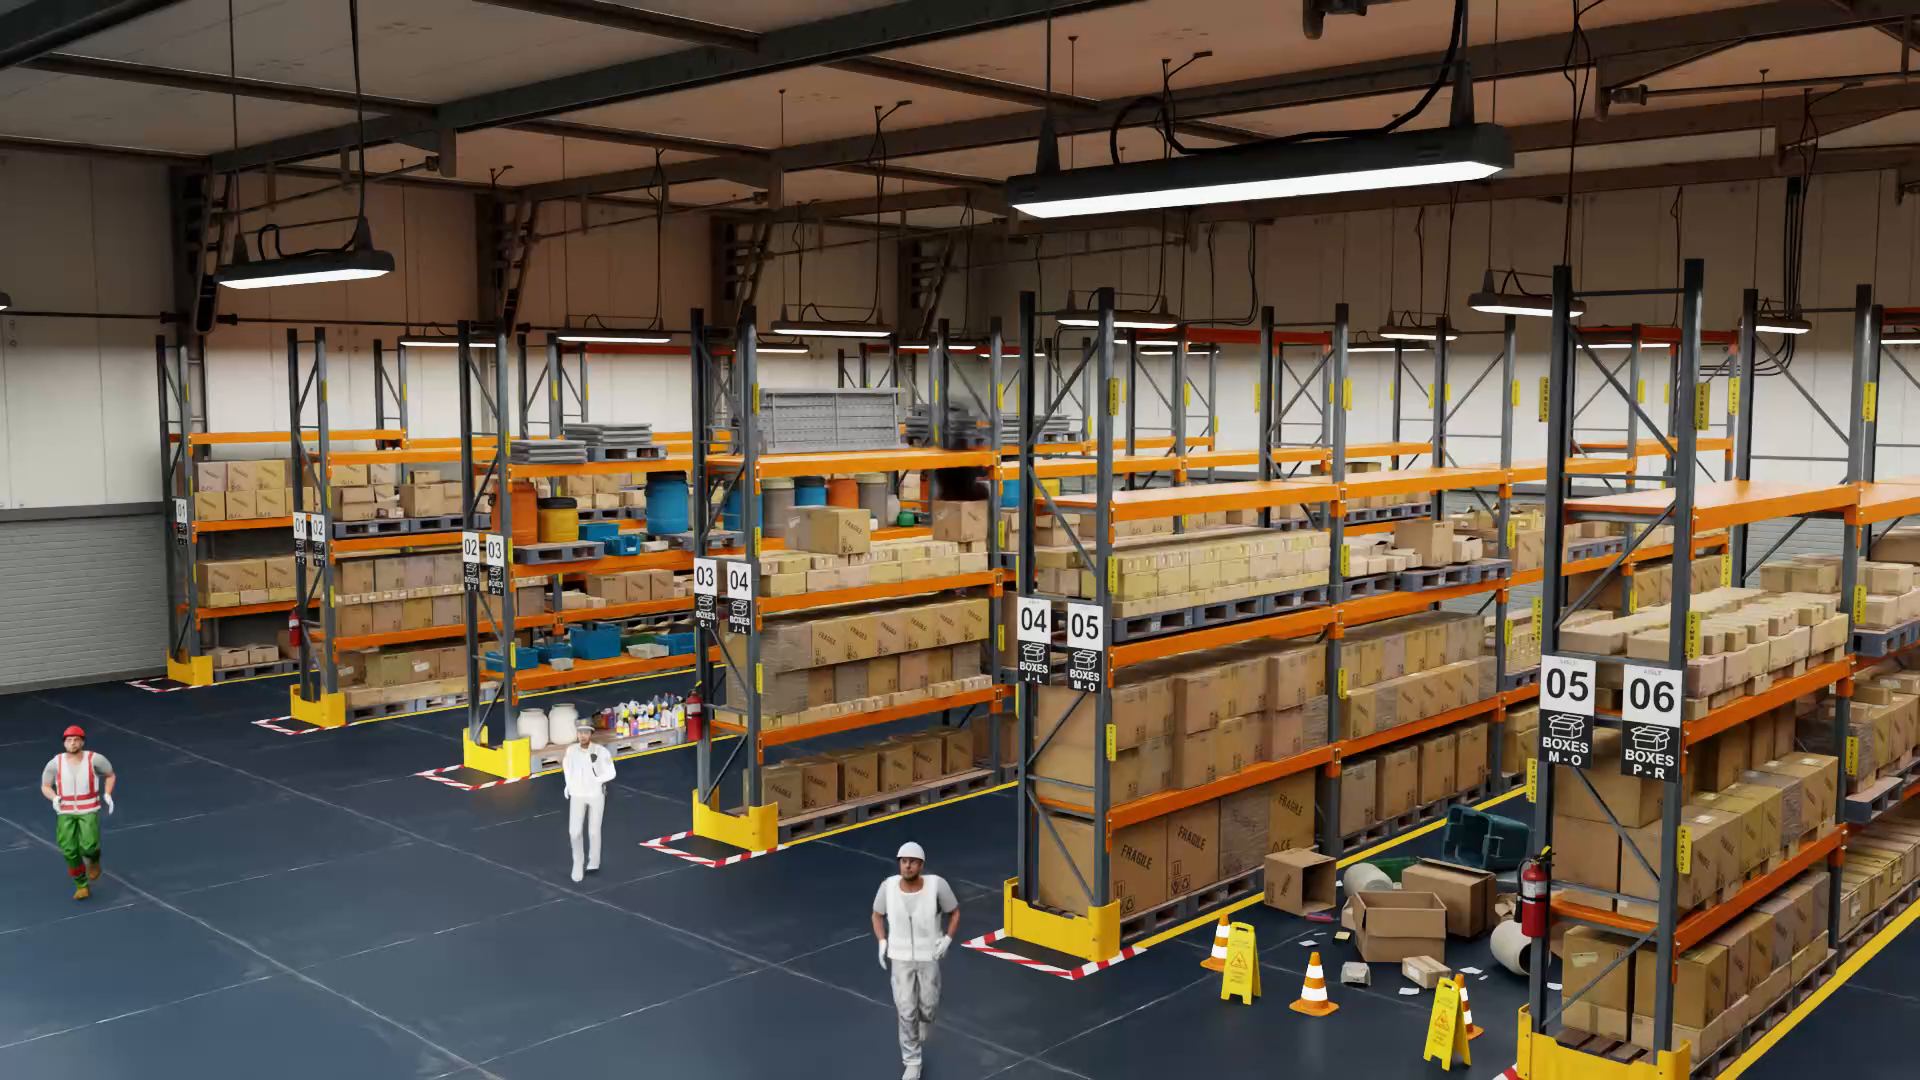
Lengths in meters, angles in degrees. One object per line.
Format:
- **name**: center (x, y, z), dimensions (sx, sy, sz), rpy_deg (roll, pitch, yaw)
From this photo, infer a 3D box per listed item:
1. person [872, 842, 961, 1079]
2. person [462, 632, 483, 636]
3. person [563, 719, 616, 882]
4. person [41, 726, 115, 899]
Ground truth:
- **person**: center (-0.335, 3.128, 12.526), dimensions (0.675, 1.758, 0.664), rpy_deg (0, 5, 3)
- **person**: center (-8.507, 1.596, 29.147), dimensions (0.550, 1.728, 0.742), rpy_deg (4, 6, 34)
- **person**: center (-3.881, 2.697, 17.364), dimensions (0.591, 1.713, 0.692), rpy_deg (0, 5, -3)
- **person**: center (-8.864, 2.733, 16.713), dimensions (0.655, 1.742, 0.594), rpy_deg (-2, 6, -21)
